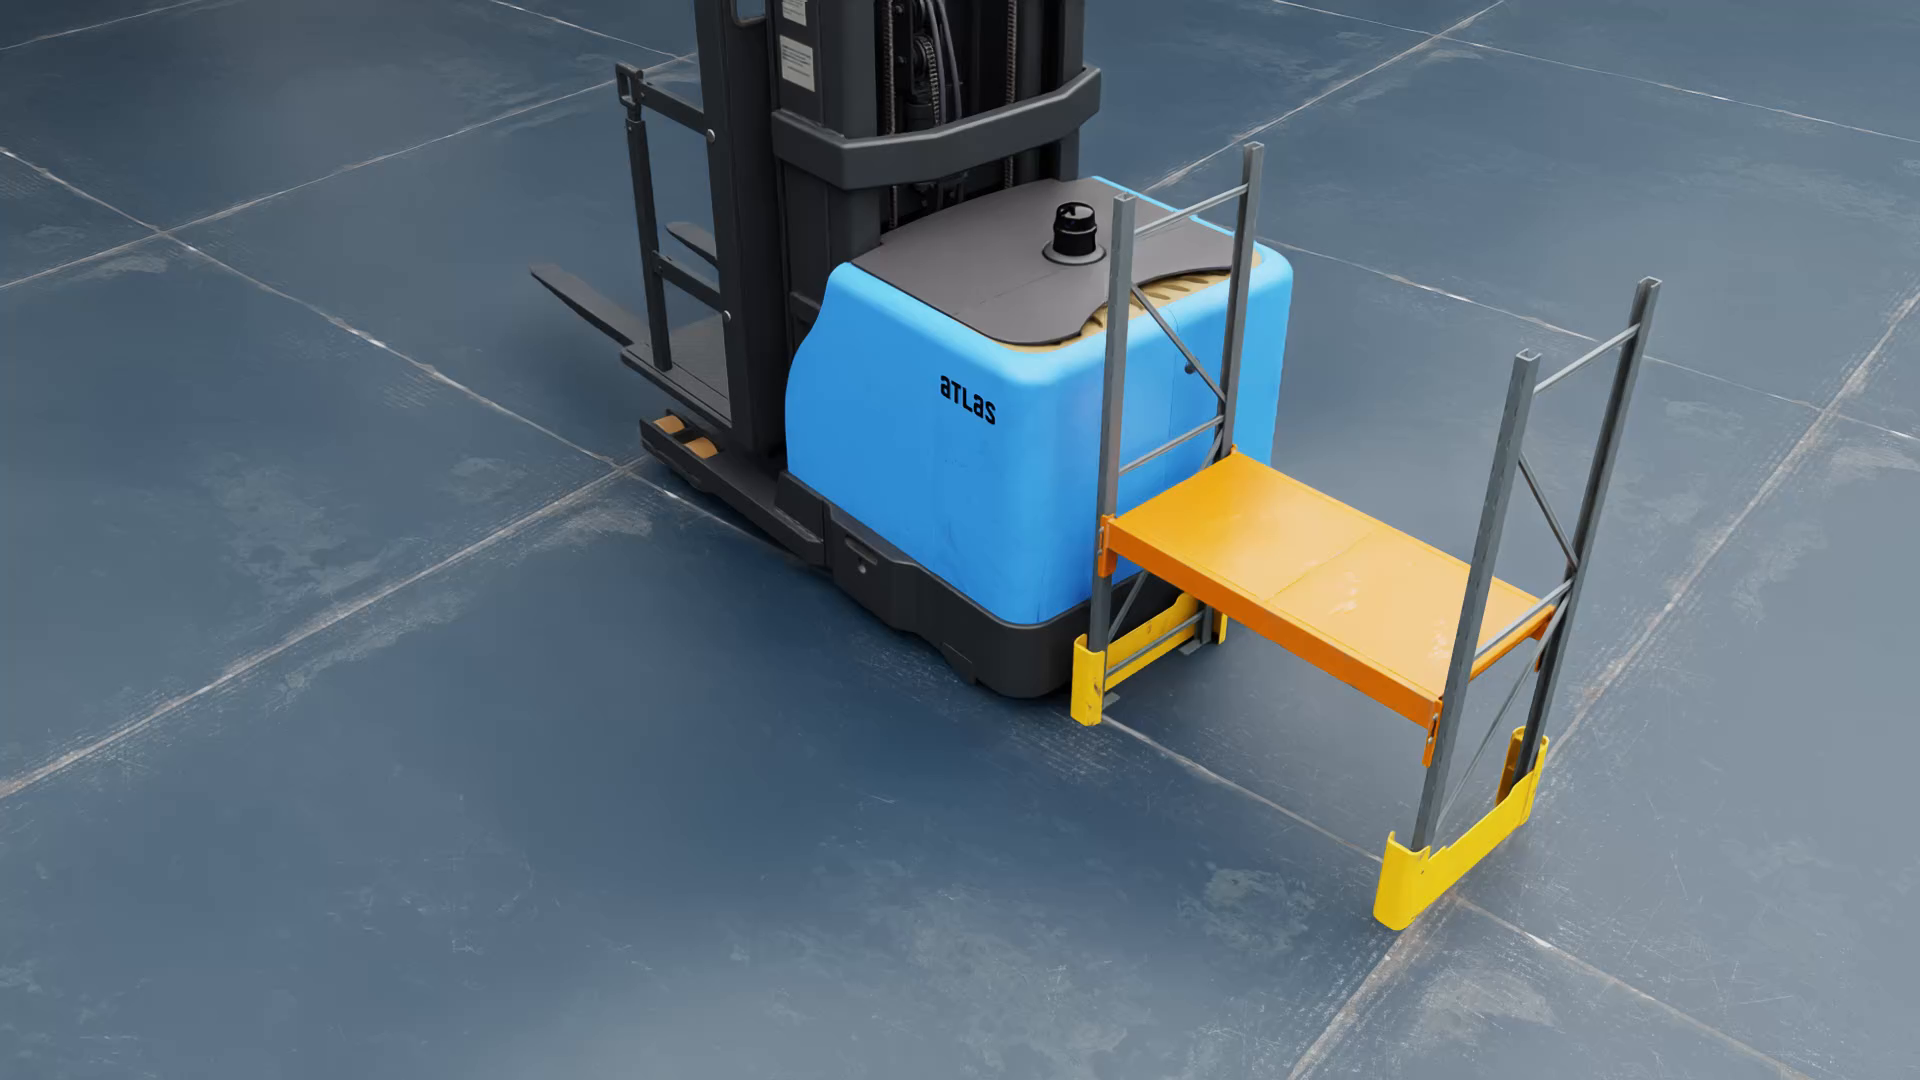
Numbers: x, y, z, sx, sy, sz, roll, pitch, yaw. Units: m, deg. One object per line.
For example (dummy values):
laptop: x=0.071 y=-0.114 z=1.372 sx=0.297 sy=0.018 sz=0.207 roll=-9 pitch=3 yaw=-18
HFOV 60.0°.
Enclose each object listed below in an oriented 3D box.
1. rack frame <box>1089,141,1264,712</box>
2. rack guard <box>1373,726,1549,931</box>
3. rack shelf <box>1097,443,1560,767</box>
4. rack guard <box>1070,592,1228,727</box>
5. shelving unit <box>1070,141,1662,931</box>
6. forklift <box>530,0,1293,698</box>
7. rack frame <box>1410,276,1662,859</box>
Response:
rack frame: x=0.536 y=-0.237 z=4.271 sx=0.500 sy=1.500 sz=0.032 roll=-28 pitch=43 yaw=-34
rack guard: x=1.215 y=0.691 z=4.023 sx=0.587 sy=0.250 sz=0.087 roll=-28 pitch=43 yaw=-34
rack shelf: x=0.882 y=0.122 z=4.066 sx=0.538 sy=0.185 sz=1.000 roll=-28 pitch=43 yaw=-34
rack guard: x=0.537 y=0.278 z=4.624 sx=0.587 sy=0.250 sz=0.087 roll=-28 pitch=43 yaw=-34
shelving unit: x=0.876 y=-0.030 z=3.969 sx=0.587 sy=1.500 sz=1.083 roll=-28 pitch=43 yaw=-34
forklift: x=-0.420 y=-1.541 z=4.904 sx=1.130 sy=2.935 sz=3.031 roll=-26 pitch=42 yaw=-32
rack frame: x=1.229 y=0.184 z=3.657 sx=0.500 sy=1.500 sz=0.032 roll=-28 pitch=43 yaw=-34
